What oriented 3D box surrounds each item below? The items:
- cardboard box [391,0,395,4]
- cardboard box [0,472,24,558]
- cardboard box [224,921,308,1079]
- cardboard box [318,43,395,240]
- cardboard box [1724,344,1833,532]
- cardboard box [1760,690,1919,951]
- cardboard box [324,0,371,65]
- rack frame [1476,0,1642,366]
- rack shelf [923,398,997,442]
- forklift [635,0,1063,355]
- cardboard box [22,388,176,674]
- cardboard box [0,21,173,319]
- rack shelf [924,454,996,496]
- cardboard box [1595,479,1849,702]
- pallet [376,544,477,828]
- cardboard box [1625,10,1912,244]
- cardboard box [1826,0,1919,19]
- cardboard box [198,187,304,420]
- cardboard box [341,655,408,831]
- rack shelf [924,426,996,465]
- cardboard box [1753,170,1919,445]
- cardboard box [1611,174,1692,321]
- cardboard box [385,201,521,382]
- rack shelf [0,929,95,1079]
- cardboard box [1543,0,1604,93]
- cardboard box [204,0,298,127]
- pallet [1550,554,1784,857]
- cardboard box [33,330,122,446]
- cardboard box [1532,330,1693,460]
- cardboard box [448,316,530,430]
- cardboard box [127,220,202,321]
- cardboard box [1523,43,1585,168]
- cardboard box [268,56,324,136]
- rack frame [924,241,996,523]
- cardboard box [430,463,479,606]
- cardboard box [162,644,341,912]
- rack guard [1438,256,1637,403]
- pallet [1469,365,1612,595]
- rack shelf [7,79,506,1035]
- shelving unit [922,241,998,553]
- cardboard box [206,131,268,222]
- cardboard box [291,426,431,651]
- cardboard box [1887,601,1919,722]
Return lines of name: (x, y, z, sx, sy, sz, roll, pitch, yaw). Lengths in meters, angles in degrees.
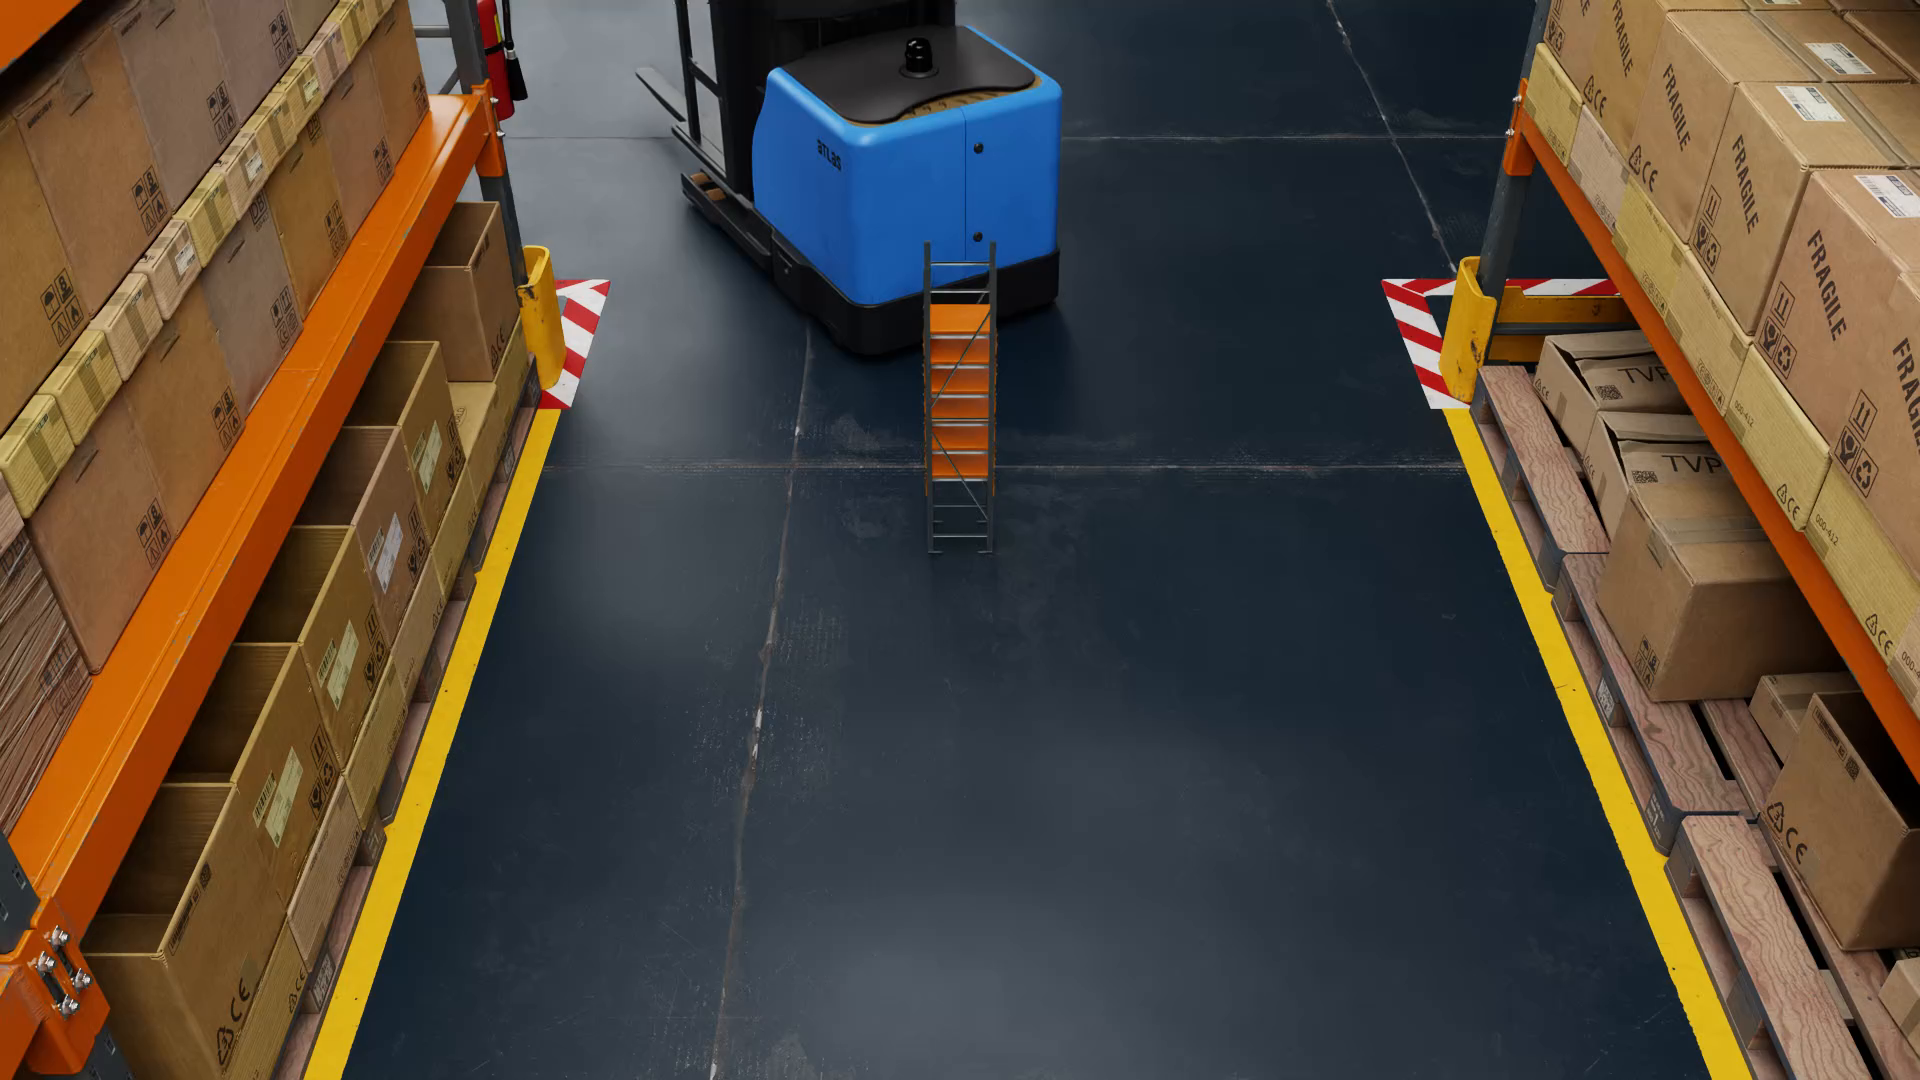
cardboard box: (-2.110, -1.948, 5.684, 0.380, 0.149, 0.250, -1, 39, -1)
cardboard box: (-2.103, -0.011, 3.266, 0.380, 0.149, 0.250, 0, 39, 1)
cardboard box: (-1.993, 1.226, 4.185, 0.500, 0.250, 0.500, 0, 39, 0)
cardboard box: (-2.308, -1.313, 5.410, 0.700, 0.500, 0.500, 1, 39, 1)
cardboard box: (2.346, -0.271, 4.293, 0.500, 0.250, 0.500, 0, 39, 0)
cardboard box: (2.616, 0.755, 4.556, 0.500, 0.500, 0.500, -3, 39, -3)
cardboard box: (-2.108, -1.625, 5.280, 0.380, 0.149, 0.250, -1, 39, -1)
rack frame: (2.653, -1.901, 6.223, 1.000, 3.000, 0.127, 0, 39, 0)
rack shelf: (0.000, -0.443, 5.914, 0.258, 0.103, 0.180, 0, 39, 0)
forklift: (-0.731, -2.838, 7.447, 1.130, 2.935, 3.031, -20, 43, -23)
cardboard box: (-2.310, -0.040, 3.821, 0.700, 0.500, 0.500, 0, 39, -1)
cardboard box: (-2.305, -0.845, 3.789, 0.700, 0.500, 0.500, 0, 39, 0)
rack shelf: (0.000, -0.255, 6.064, 0.258, 0.103, 0.180, 0, 39, 0)
cardboard box: (2.515, 0.151, 5.310, 0.700, 0.500, 0.500, -2, 39, -3)
pallet: (-2.259, 0.433, 5.541, 1.003, 0.211, 1.213, 0, 39, 0)
cardboard box: (2.338, -1.212, 4.868, 0.500, 0.500, 0.500, -1, 39, -2)
cardboard box: (2.857, -1.533, 5.269, 0.500, 0.500, 0.500, 0, 39, 1)
cardboard box: (-2.308, -0.674, 4.612, 0.700, 0.500, 0.500, 1, 39, 1)
cardboard box: (-1.984, 0.600, 4.965, 0.500, 0.250, 0.500, 0, 39, 0)
rack shelf: (0.000, -0.349, 5.989, 0.258, 0.103, 0.180, 0, 39, 0)
cardboard box: (2.352, -0.564, 4.059, 0.500, 0.500, 0.500, -1, 39, -1)
cardboard box: (2.346, -0.901, 5.080, 0.500, 0.250, 0.500, -1, 39, -1)
cardboard box: (-2.002, -0.943, 6.292, 0.500, 0.500, 0.500, 0, 39, 0)
rack shelf: (-2.294, 2.138, 1.759, 1.077, 0.370, 4.000, 0, 39, 0)
cardboard box: (2.353, -1.844, 5.656, 0.500, 0.500, 0.500, 0, 39, 0)
cardboard box: (-2.305, -1.471, 4.569, 0.700, 0.500, 0.500, 0, 39, 0)
pallet: (2.617, 0.504, 5.452, 1.003, 0.211, 1.213, 0, 39, 0)
cardboard box: (-2.107, -0.336, 3.672, 0.380, 0.149, 0.250, 0, 39, 0)
cardboard box: (2.564, -0.590, 6.386, 0.500, 0.311, 0.500, -4, 39, -5)
cardboard box: (-2.005, -0.651, 6.526, 0.500, 0.250, 0.500, 0, 39, 0)
cardboard box: (-2.108, -0.660, 4.076, 0.380, 0.149, 0.250, -1, 39, -1)
cardboard box: (2.336, -1.545, 5.883, 0.500, 0.250, 0.500, -1, 39, -1)
cardboard box: (-2.109, -1.303, 4.879, 0.380, 0.149, 0.250, 1, 39, 1)
rack frame: (0.000, -0.534, 5.957, 0.240, 1.200, 0.006, 0, 39, 0)
cardboard box: (-1.990, -0.025, 5.746, 0.500, 0.250, 0.500, 0, 39, 0)
cardboard box: (-1.992, 0.620, 4.341, 0.500, 0.500, 0.500, 0, 39, 0)
rack guard: (2.653, -0.878, 6.946, 1.175, 0.500, 0.348, 0, 39, 0)
pallet: (2.619, -0.257, 6.402, 1.003, 0.211, 1.213, 0, 39, 0)
rack shelf: (-2.298, -0.363, 4.880, 1.077, 0.370, 4.000, 0, 39, 0)
shelving unit: (0.000, -0.477, 5.886, 0.258, 1.200, 0.189, 0, 39, 0)
cardboard box: (-2.106, -0.978, 4.473, 0.380, 0.149, 0.250, -1, 39, -1)
cardboard box: (-1.987, -0.005, 5.121, 0.500, 0.500, 0.500, 0, 39, 0)
cardboard box: (2.354, 0.355, 3.512, 0.500, 0.250, 0.500, 0, 39, 0)
